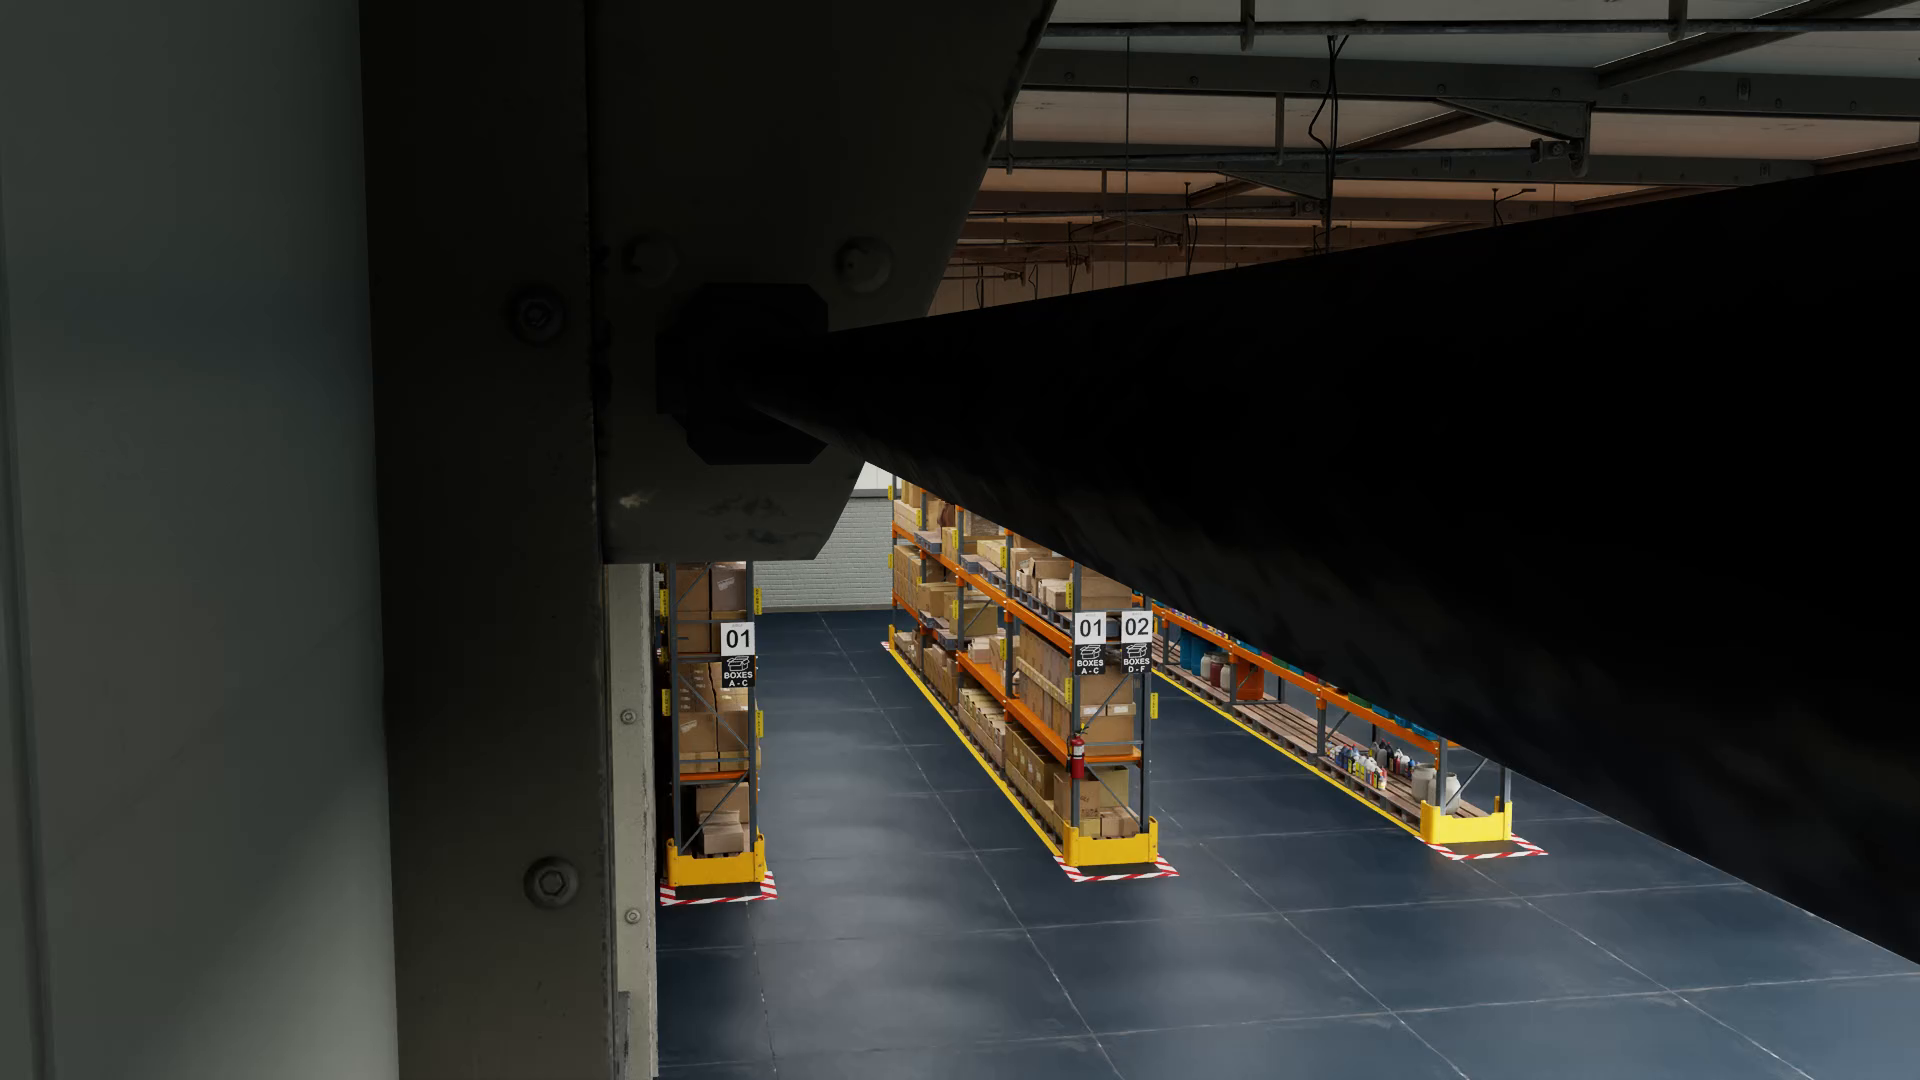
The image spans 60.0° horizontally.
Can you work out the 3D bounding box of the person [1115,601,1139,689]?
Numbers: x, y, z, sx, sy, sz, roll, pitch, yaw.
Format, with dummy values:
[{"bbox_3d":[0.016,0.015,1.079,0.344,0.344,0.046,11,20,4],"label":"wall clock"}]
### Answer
[{"bbox_3d":[3.098,1.821,31.073,0.664,1.805,0.801,-1,6,-13],"label":"person"}]
